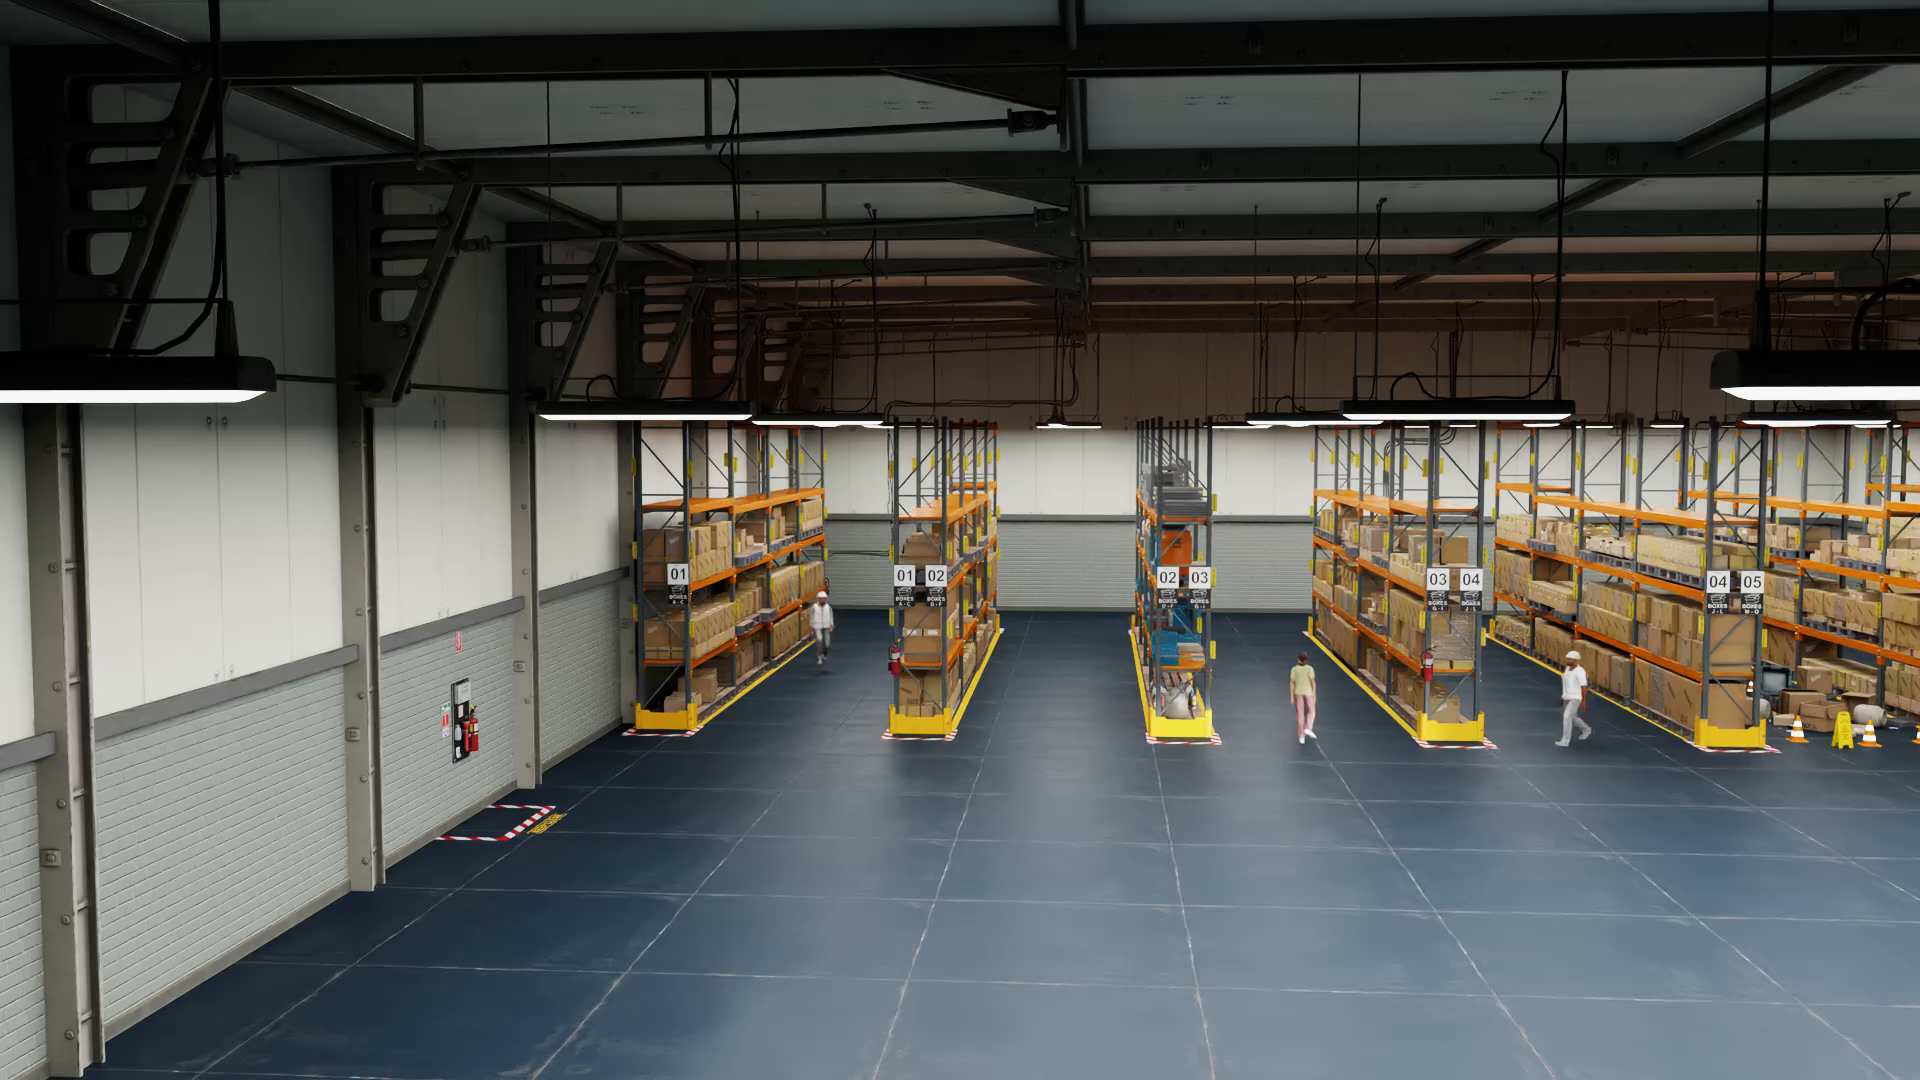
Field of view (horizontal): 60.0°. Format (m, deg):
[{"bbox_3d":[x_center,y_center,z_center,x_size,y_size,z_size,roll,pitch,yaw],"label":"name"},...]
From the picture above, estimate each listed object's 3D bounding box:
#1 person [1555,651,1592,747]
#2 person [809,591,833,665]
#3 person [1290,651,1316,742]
[{"bbox_3d":[11.193,2.877,30.246,0.983,1.732,0.574,-2,4,-22],"label":"person"},{"bbox_3d":[-3.238,2.069,39.346,0.570,1.668,0.765,-1,4,-19],"label":"person"},{"bbox_3d":[6.327,2.882,30.646,0.486,1.658,0.458,1,4,17],"label":"person"}]
